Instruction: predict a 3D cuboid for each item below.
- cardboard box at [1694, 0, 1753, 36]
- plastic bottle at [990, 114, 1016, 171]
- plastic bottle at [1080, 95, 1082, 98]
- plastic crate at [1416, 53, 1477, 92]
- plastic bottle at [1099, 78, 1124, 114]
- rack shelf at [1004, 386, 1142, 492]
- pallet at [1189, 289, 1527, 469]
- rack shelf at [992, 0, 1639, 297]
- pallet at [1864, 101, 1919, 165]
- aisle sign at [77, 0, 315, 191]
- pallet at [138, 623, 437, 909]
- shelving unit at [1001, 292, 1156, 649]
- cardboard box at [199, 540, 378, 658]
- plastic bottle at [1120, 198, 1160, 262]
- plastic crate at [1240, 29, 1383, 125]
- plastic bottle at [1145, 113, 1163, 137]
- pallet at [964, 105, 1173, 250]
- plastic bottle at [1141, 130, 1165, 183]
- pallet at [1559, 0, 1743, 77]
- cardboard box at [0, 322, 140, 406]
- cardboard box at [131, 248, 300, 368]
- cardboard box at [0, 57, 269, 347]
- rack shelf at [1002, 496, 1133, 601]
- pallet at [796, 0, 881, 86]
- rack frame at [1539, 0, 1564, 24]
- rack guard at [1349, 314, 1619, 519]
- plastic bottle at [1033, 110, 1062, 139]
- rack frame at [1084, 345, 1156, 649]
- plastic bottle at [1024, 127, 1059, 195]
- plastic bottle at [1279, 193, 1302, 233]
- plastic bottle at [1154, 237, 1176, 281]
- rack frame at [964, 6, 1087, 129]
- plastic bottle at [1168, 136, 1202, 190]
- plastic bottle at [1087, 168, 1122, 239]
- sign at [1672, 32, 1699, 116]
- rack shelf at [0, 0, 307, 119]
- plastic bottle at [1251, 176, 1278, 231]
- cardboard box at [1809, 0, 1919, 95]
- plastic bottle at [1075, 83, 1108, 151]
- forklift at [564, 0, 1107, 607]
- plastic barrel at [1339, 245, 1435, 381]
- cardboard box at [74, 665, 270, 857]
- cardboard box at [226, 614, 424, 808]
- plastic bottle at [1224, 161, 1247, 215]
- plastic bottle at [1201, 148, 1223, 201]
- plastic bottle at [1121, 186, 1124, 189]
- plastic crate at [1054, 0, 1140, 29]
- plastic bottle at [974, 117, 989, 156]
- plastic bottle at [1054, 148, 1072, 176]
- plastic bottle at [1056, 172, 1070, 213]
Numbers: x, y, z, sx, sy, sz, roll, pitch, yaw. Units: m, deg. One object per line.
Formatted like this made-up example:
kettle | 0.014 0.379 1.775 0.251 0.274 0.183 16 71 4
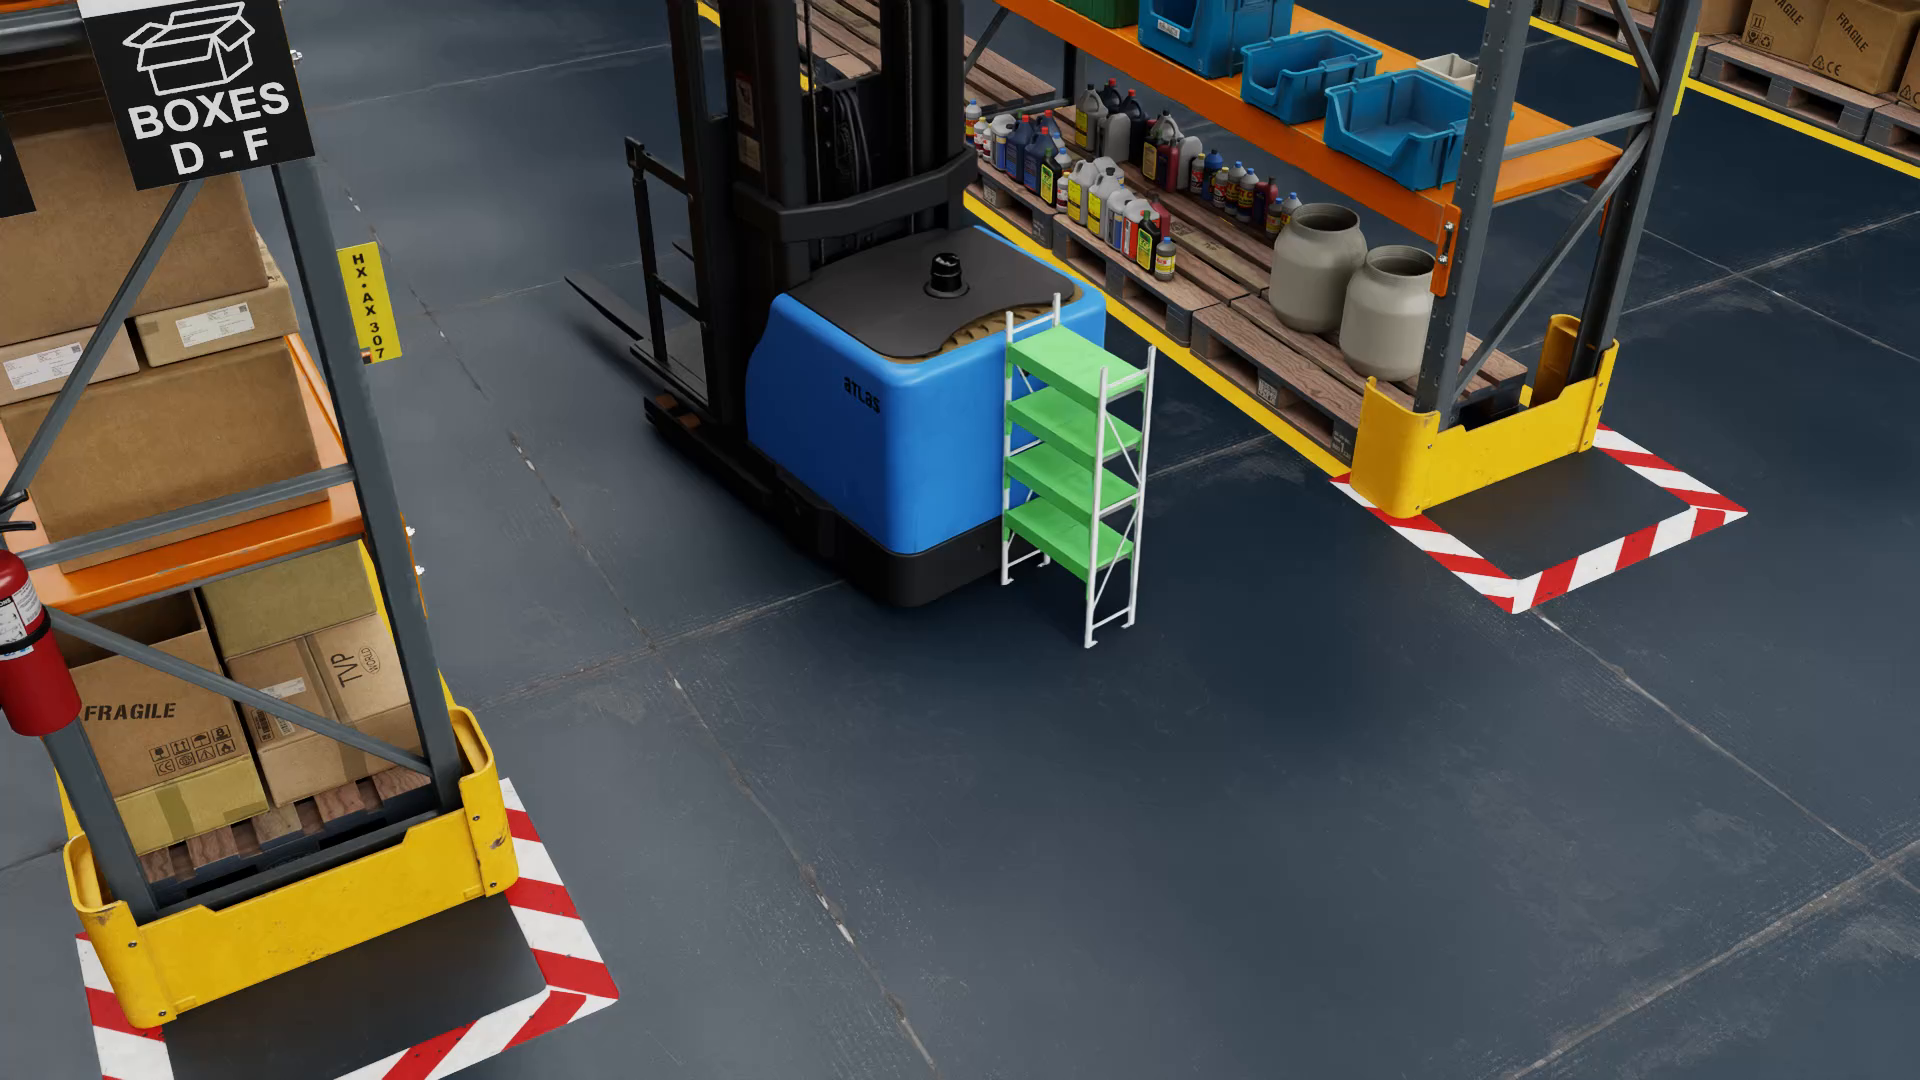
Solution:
cardboard box | 5.036 -3.683 11.013 0.500 0.500 0.500 -7 37 -9
plastic bottle | 0.260 -2.189 9.141 0.152 0.276 0.135 -17 40 -22
plastic bottle | 0.744 -2.516 9.651 0.097 0.201 0.097 0 36 0
plastic crate | 2.131 -1.966 7.122 0.298 0.136 0.250 -19 40 -24
plastic bottle | 0.865 -2.426 9.401 0.144 0.351 0.185 -20 41 -25
rack shelf | 0.410 -0.380 5.955 0.258 0.148 0.480 -25 43 -30
pallet | 1.820 -0.836 7.715 1.003 0.211 1.213 -19 40 -24
rack shelf | 1.297 -2.250 7.898 1.077 0.370 4.000 -19 40 -24
pallet | 6.169 -2.326 9.756 1.003 0.211 1.213 -19 40 -24
aisle sign | -1.685 -1.162 3.594 0.394 0.787 0.004 -19 40 -24
pallet | -2.403 0.693 5.622 1.003 0.211 1.213 -19 40 -24
shelving unit | 0.410 -0.238 6.059 0.258 1.200 0.503 -25 43 -30
cardboard box | -2.312 -0.011 5.561 0.500 0.500 0.500 -19 40 -24
plastic bottle | 0.897 -1.542 8.254 0.152 0.276 0.135 -19 40 -24
plastic crate | 1.471 -1.960 7.017 0.499 0.251 0.408 -19 40 -24
plastic bottle | 1.080 -2.230 9.190 0.061 0.283 0.133 -16 39 -21
pallet | 0.594 -2.080 9.419 1.003 0.211 1.213 -19 40 -24
plastic bottle | 1.048 -2.092 9.002 0.061 0.283 0.133 -19 40 -24
pallet | 4.943 -3.570 11.460 1.003 0.211 1.213 -19 40 -24
cardboard box | -2.339 -0.496 4.251 0.380 0.149 0.250 -20 40 -25
cardboard box | -1.993 -0.621 4.423 0.380 0.149 0.250 -19 40 -24
cardboard box | -2.233 -0.888 4.238 0.700 0.500 0.500 -19 40 -24
rack shelf | 0.410 0.007 6.238 0.258 0.148 0.480 -25 43 -30
pallet | -0.753 -3.447 11.290 1.003 0.211 1.213 -19 40 -24
rack frame | 4.575 -5.028 11.092 1.000 3.000 0.127 -19 40 -24
rack guard | 2.223 -0.536 7.060 1.175 0.500 0.348 -19 40 -24
plastic bottle | 0.464 -2.177 9.060 0.144 0.351 0.185 -19 40 -24
rack frame | 0.562 -0.126 5.905 0.240 1.200 0.015 -25 43 -30
plastic bottle | 0.434 -2.038 8.870 0.144 0.351 0.185 -21 41 -26
plastic bottle | 1.661 -1.614 8.357 0.097 0.271 0.097 0 36 0
plastic bottle | 1.000 -1.375 8.089 0.097 0.201 0.097 0 36 0
rack frame | 0.293 -3.561 9.082 1.000 3.000 0.127 -19 40 -24
plastic bottle | 1.202 -2.049 8.948 0.152 0.276 0.135 -18 40 -23
plastic bottle | 0.741 -1.726 8.443 0.144 0.351 0.185 -17 40 -22
sign | 2.780 -1.794 6.428 0.100 0.325 0.005 -19 40 -24
rack shelf | -2.987 -1.996 5.006 1.077 0.370 4.000 -19 40 -24
plastic bottle | 1.563 -1.739 8.518 0.061 0.283 0.133 -18 40 -23
cardboard box | 5.657 -3.092 10.203 0.500 0.500 0.500 -15 39 -20
plastic bottle | 0.741 -2.383 9.342 0.144 0.351 0.185 -19 40 -24
forklift | -0.745 -1.737 6.643 1.130 2.935 3.031 -25 43 -30
plastic barrel | 1.905 -0.999 7.328 0.421 0.512 0.421 0 36 0
cardboard box | -2.507 0.700 5.224 0.500 0.250 0.500 -19 40 -24
cardboard box | -2.060 0.546 5.434 0.500 0.250 0.500 -19 40 -24
plastic bottle | 1.438 -1.840 8.666 0.097 0.271 0.097 0 36 0
plastic bottle | 1.336 -1.943 8.807 0.097 0.271 0.097 0 36 0
plastic bottle | 0.824 -1.724 8.567 0.097 0.201 0.097 0 36 0
plastic crate | 0.730 -2.699 8.082 0.450 0.188 0.662 -19 40 -24
plastic bottle | 0.125 -2.264 9.306 0.097 0.201 0.097 0 36 0
plastic bottle | 0.540 -1.942 8.806 0.097 0.271 0.097 0 36 0
plastic bottle | 0.556 -1.826 8.707 0.097 0.201 0.097 0 36 0
